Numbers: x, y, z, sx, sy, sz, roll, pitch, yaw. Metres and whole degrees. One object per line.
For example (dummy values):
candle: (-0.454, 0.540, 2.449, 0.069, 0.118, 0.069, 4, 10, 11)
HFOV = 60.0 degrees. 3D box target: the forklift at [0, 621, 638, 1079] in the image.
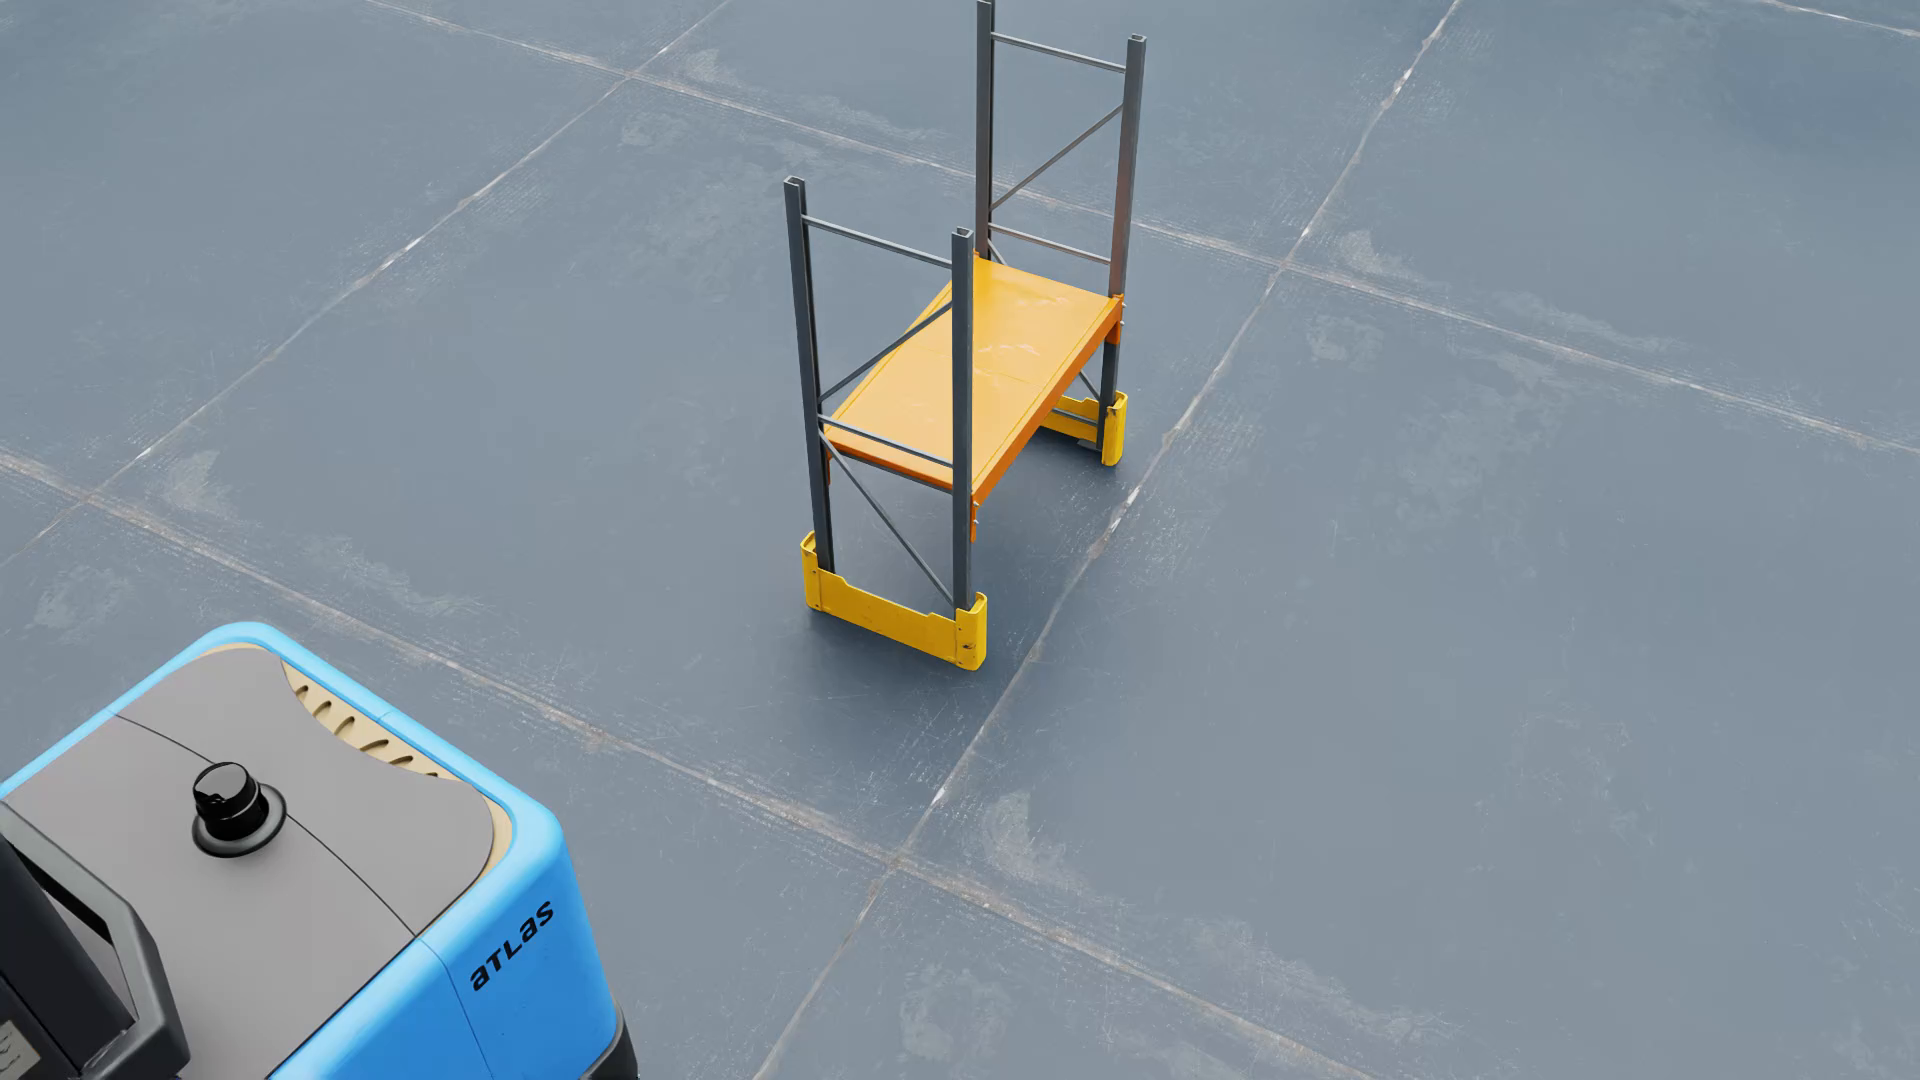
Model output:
forklift: (-2.014, 0.930, 2.270, 1.130, 2.935, 3.031, 27, 51, 24)

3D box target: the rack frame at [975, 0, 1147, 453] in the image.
rack frame: (0.276, -0.901, 5.086, 0.500, 1.500, 0.032, 20, 49, 19)

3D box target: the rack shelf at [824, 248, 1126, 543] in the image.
rack shelf: (0.040, -0.455, 4.898, 0.538, 0.185, 1.000, 20, 49, 19)

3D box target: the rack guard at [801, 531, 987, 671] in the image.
rack guard: (-0.196, 0.178, 4.898, 0.587, 0.250, 0.087, 20, 49, 19)

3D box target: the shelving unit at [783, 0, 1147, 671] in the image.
shelving unit: (0.035, -0.575, 4.764, 0.587, 1.500, 1.083, 20, 49, 19)

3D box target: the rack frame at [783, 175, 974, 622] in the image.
rack frame: (-0.196, -0.261, 4.453, 0.500, 1.500, 0.032, 20, 49, 19)

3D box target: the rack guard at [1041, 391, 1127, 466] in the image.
rack guard: (0.267, -0.450, 5.519, 0.587, 0.250, 0.087, 20, 49, 19)
